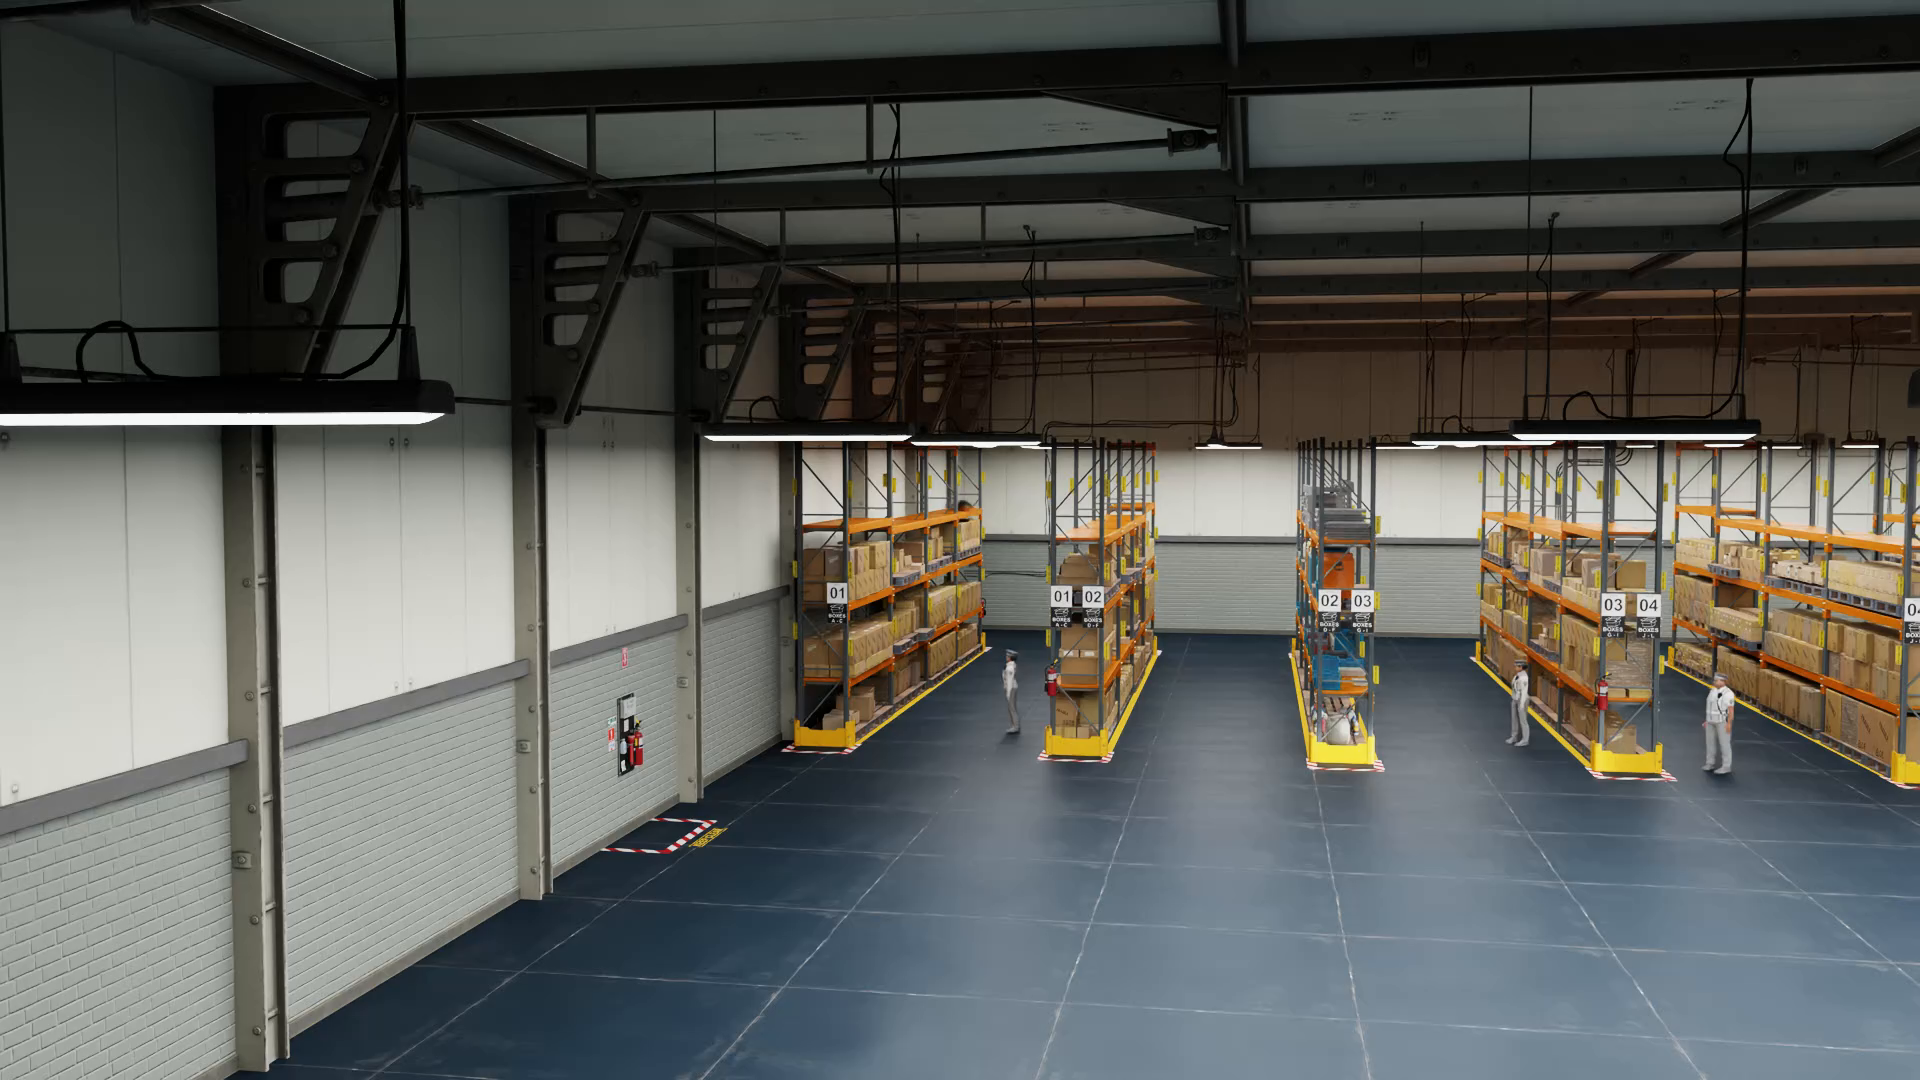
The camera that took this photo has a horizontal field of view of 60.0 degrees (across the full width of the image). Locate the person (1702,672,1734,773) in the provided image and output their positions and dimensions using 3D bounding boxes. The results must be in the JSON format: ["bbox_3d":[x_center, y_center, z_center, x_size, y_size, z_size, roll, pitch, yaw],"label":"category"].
[{"bbox_3d":[13.566,3.251,29.762,0.418,1.777,0.579,-2,3,-29],"label":"person"}]

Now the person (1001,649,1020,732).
[{"bbox_3d":[1.034,3.094,33.977,0.369,1.721,0.572,0,3,6],"label":"person"}]

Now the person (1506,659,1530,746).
[{"bbox_3d":[10.925,3.166,32.530,0.390,1.670,0.527,0,3,-5],"label":"person"}]
